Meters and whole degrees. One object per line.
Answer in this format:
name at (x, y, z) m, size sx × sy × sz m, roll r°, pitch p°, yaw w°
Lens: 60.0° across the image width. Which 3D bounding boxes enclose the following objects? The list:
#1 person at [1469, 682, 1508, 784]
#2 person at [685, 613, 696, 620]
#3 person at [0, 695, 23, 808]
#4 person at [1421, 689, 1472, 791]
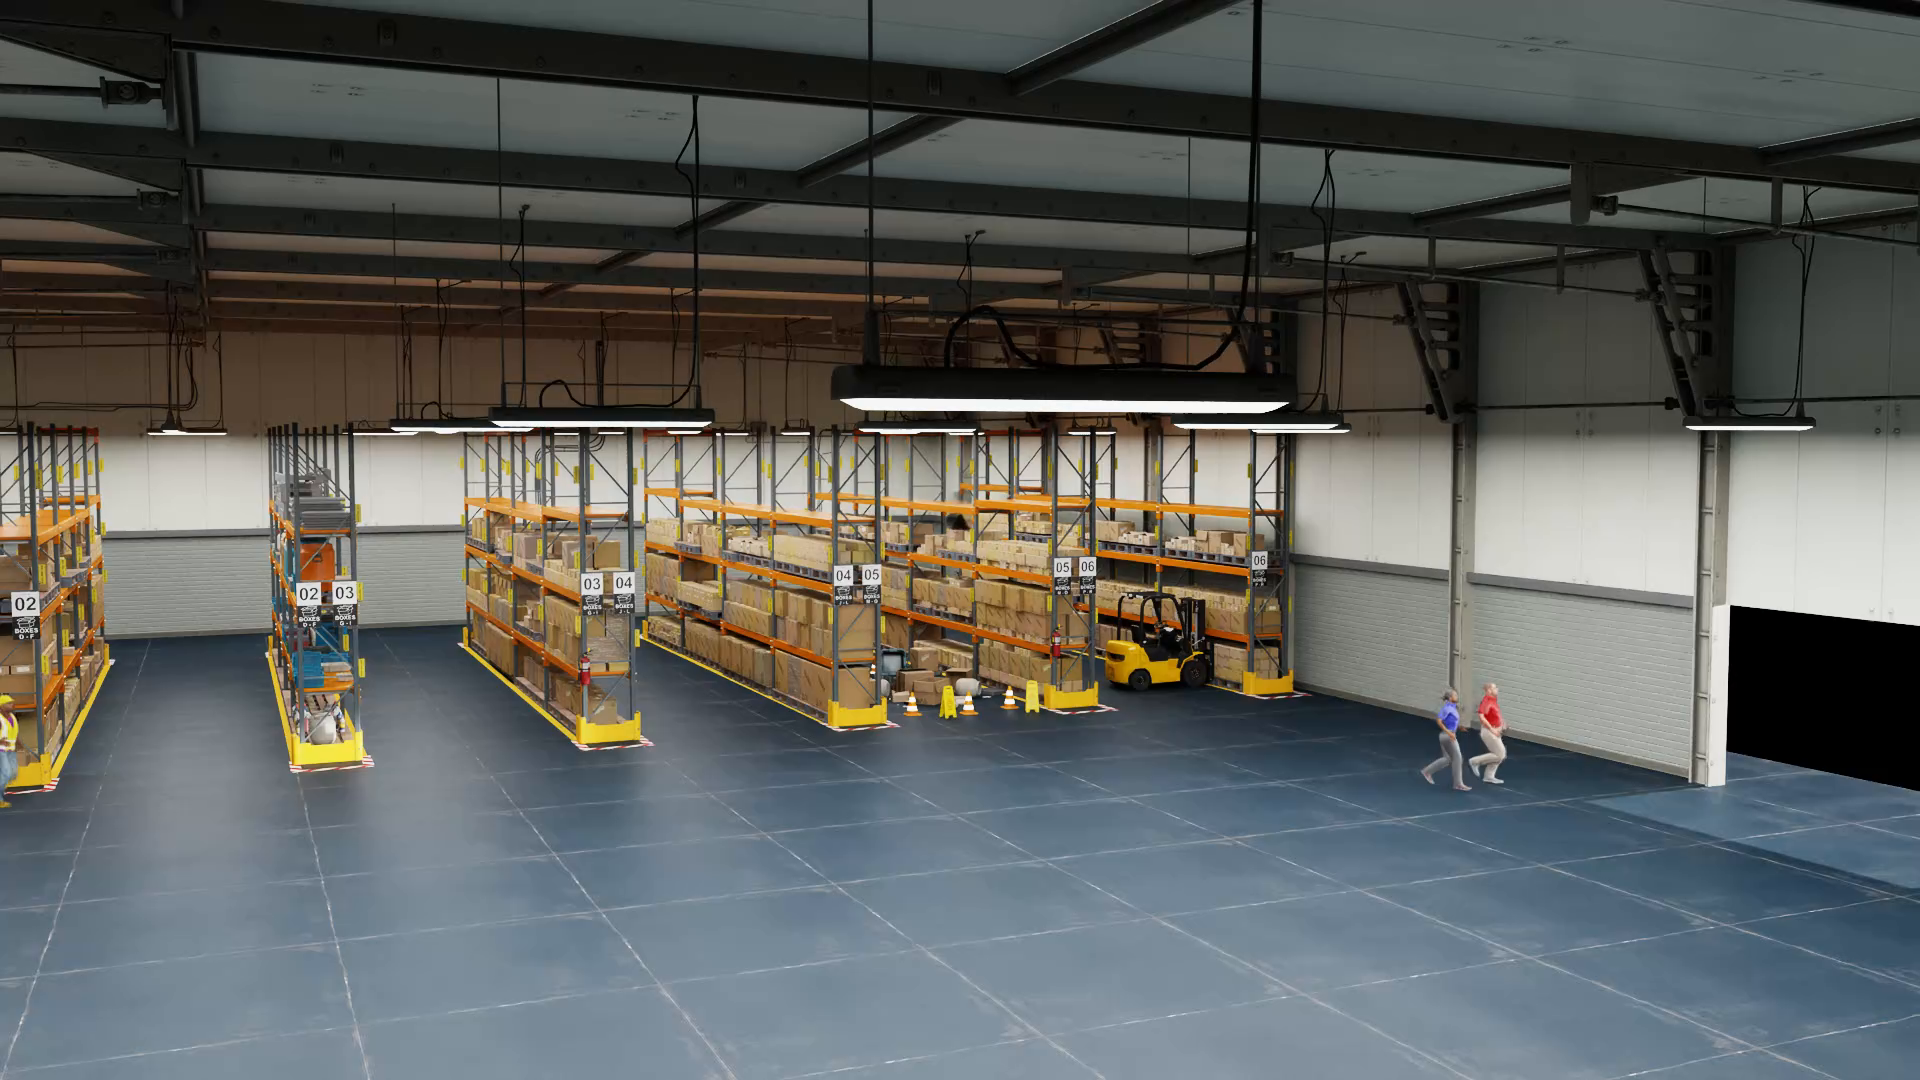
person at (8.775, 3.202, 27.609) m, size 0.599 × 1.684 × 0.670 m, roll 1°, pitch 4°, yaw 20°
person at (-7.977, 1.867, 49.182) m, size 0.543 × 1.721 × 0.714 m, roll 2°, pitch 4°, yaw 24°
person at (-14.961, 3.287, 25.986) m, size 0.594 × 1.711 × 0.754 m, roll 1°, pitch 4°, yaw 8°
person at (7.934, 3.240, 27.077) m, size 0.788 × 1.647 × 0.597 m, roll 1°, pitch 4°, yaw 17°
